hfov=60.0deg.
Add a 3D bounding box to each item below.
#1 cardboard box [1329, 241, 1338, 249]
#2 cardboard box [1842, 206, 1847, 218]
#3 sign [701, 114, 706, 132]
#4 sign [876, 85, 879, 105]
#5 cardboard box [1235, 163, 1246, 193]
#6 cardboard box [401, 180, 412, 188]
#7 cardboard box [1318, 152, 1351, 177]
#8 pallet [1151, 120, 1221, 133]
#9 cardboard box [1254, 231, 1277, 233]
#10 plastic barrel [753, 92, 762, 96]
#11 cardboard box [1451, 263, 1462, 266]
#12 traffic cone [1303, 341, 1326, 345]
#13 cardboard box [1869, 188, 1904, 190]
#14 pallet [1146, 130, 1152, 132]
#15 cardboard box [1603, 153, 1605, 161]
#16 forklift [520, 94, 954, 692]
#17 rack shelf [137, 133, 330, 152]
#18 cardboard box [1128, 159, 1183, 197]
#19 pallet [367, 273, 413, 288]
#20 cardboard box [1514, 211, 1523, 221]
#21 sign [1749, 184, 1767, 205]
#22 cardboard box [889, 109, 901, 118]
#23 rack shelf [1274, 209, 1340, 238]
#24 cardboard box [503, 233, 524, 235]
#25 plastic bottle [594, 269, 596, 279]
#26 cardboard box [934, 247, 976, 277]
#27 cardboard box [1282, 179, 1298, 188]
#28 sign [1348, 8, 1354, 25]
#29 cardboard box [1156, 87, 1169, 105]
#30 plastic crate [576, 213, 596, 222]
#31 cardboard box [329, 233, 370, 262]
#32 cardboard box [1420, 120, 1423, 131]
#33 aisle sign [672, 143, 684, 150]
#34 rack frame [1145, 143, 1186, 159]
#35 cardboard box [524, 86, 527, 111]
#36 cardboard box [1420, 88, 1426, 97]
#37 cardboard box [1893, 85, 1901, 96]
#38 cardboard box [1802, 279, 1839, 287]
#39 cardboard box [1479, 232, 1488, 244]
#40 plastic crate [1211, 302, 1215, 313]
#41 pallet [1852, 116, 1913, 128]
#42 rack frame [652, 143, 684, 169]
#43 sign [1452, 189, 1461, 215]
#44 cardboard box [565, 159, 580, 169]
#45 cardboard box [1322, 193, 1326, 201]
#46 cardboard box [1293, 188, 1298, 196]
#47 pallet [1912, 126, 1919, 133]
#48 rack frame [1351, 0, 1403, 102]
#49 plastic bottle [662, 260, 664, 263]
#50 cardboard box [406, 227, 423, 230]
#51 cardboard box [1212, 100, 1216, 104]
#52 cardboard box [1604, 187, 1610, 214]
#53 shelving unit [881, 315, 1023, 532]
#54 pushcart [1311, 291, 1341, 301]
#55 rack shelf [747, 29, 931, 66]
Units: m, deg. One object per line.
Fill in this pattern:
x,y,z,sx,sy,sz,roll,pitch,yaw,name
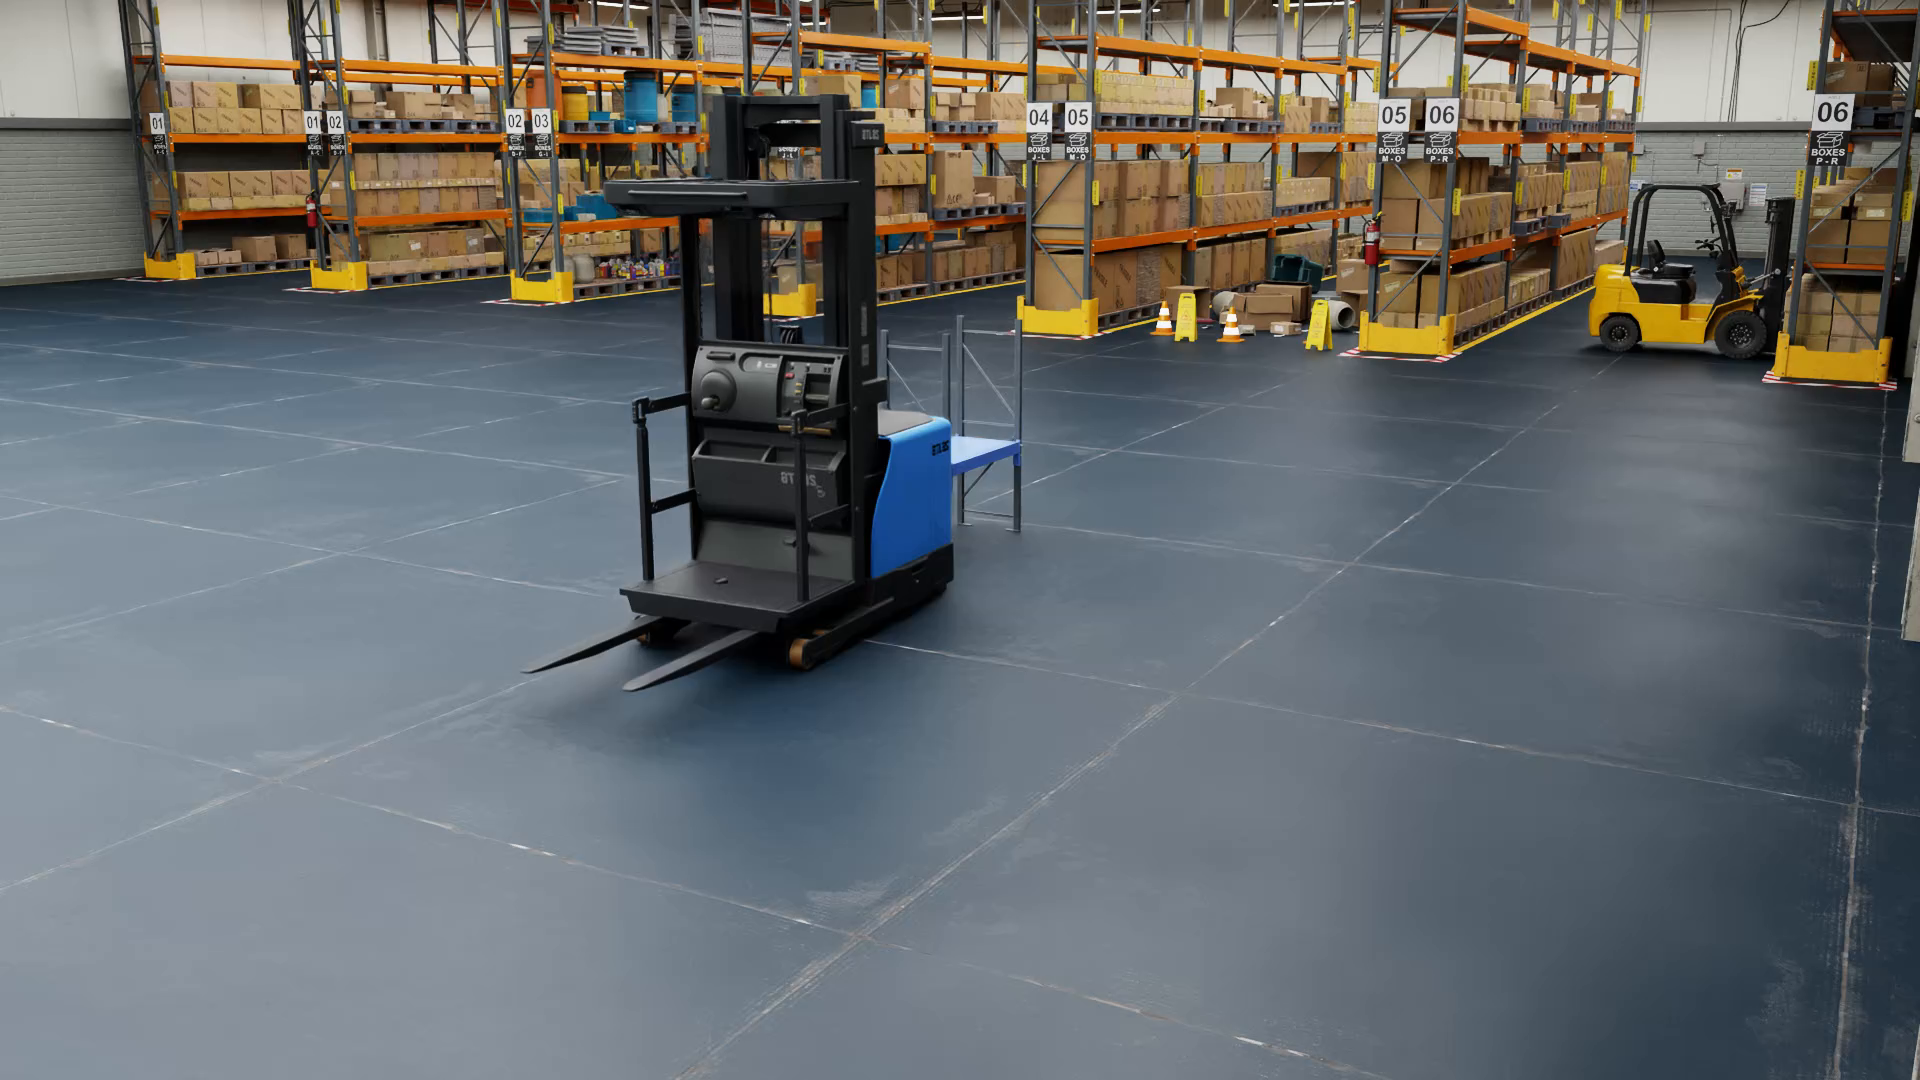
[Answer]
7.559,-6.069,34.224,0.380,0.149,0.250,8,16,30,cardboard box
10.338,-3.919,19.794,0.380,0.149,0.250,8,16,29,cardboard box
-4.809,-7.815,31.129,0.100,0.325,0.005,7,15,28,sign
-1.437,-7.819,29.222,0.100,0.325,0.005,7,15,28,sign
4.562,-6.328,29.034,0.700,0.500,0.500,7,15,27,cardboard box
-10.677,-6.790,31.701,0.380,0.149,0.250,7,15,26,cardboard box
7.642,-7.658,33.919,0.500,0.500,0.500,8,16,29,cardboard box
3.744,-6.832,27.479,0.805,0.209,1.217,7,15,26,pallet
5.872,-5.824,32.130,0.500,0.250,0.500,8,16,29,cardboard box
-4.255,-8.626,33.598,0.600,0.830,0.708,7,15,28,plastic barrel
6.956,-3.763,24.114,0.500,0.500,0.500,8,16,30,cardboard box
4.871,-2.913,22.630,0.336,0.463,0.334,7,15,28,traffic cone
11.700,-4.368,21.020,0.380,0.149,0.250,7,15,27,cardboard box
3.913,-9.328,37.615,1.003,0.211,1.213,7,15,28,pallet
12.083,-7.314,31.740,0.380,0.149,0.250,8,16,29,cardboard box
-1.144,-0.863,8.860,1.130,2.935,3.031,7,15,26,forklift
-14.925,-8.237,34.436,1.077,0.370,4.000,7,15,28,rack shelf
2.971,-5.673,26.041,0.875,0.550,0.550,7,15,28,cardboard box
-11.220,-4.964,31.674,1.003,0.211,1.213,7,15,28,pallet
8.269,-4.892,25.067,0.380,0.149,0.250,8,16,29,cardboard box
18.533,-8.027,38.630,0.329,0.494,0.001,7,15,28,sign
-1.219,-7.170,27.943,0.380,0.149,0.250,7,15,26,cardboard box
6.244,-6.154,32.196,1.077,0.370,4.000,7,15,28,rack shelf
-9.429,-6.342,35.213,0.500,0.311,0.500,8,16,30,cardboard box
-6.715,-4.876,30.391,0.097,0.201,0.097,0,14,0,plastic bottle
-0.117,-5.188,31.049,0.700,0.500,0.500,6,15,23,cardboard box
6.178,-6.753,31.515,0.380,0.149,0.250,8,16,31,cardboard box
7.700,-10.300,32.726,0.100,0.325,0.005,7,15,28,sign
2.842,-6.719,25.181,0.500,0.250,0.500,7,15,28,cardboard box
-6.505,-5.615,28.987,0.298,0.136,0.250,7,15,28,plastic crate
-11.554,-5.534,31.458,0.500,0.500,0.500,7,15,28,cardboard box
5.811,-5.408,21.701,0.380,0.149,0.250,8,15,28,cardboard box
-7.859,-11.246,46.233,0.394,0.787,0.004,7,15,28,aisle sign
4.852,-8.318,39.634,1.000,3.000,0.127,7,15,28,rack frame
-9.032,-9.174,34.612,0.500,0.500,0.500,9,16,33,cardboard box
5.855,-5.787,21.573,0.380,0.149,0.250,8,16,29,cardboard box
15.753,-7.619,28.244,0.396,0.266,0.258,7,15,28,cardboard box
10.817,-3.147,21.025,0.500,0.250,0.500,7,15,27,cardboard box
7.106,-4.195,23.072,0.380,0.149,0.250,8,15,29,cardboard box
4.406,-3.750,26.564,0.662,0.188,0.450,-8,6,-30,plastic crate
11.683,-5.408,21.356,1.003,0.211,1.213,7,15,28,pallet
-8.157,-10.001,46.618,1.000,3.000,0.127,7,15,28,rack frame
6.267,-4.272,21.005,0.100,0.325,0.005,7,15,28,sign
-10.092,-9.623,42.559,0.500,0.250,0.500,8,16,29,cardboard box
7.067,-6.839,33.141,0.380,0.149,0.250,7,15,28,cardboard box
6.185,-6.610,31.558,0.380,0.149,0.250,7,15,28,cardboard box
13.756,-6.209,24.890,1.213,0.211,1.003,8,16,31,pallet
9.145,-10.651,36.514,1.000,3.000,0.127,7,15,28,rack frame
-5.579,-5.114,31.219,0.152,0.276,0.135,7,15,28,plastic bottle
-12.893,-7.007,38.594,0.700,0.500,0.500,7,15,28,cardboard box
4.244,-7.430,28.631,0.500,0.311,0.500,7,15,27,cardboard box
12.296,-6.592,32.264,0.500,0.500,0.500,7,15,28,cardboard box
-0.041,-0.712,11.285,0.538,1.500,1.048,7,15,28,shelving unit
5.706,-3.706,26.101,1.648,0.377,0.936,2,14,9,pushcart
-1.916,-8.010,27.102,1.077,0.370,4.000,7,15,28,rack shelf
